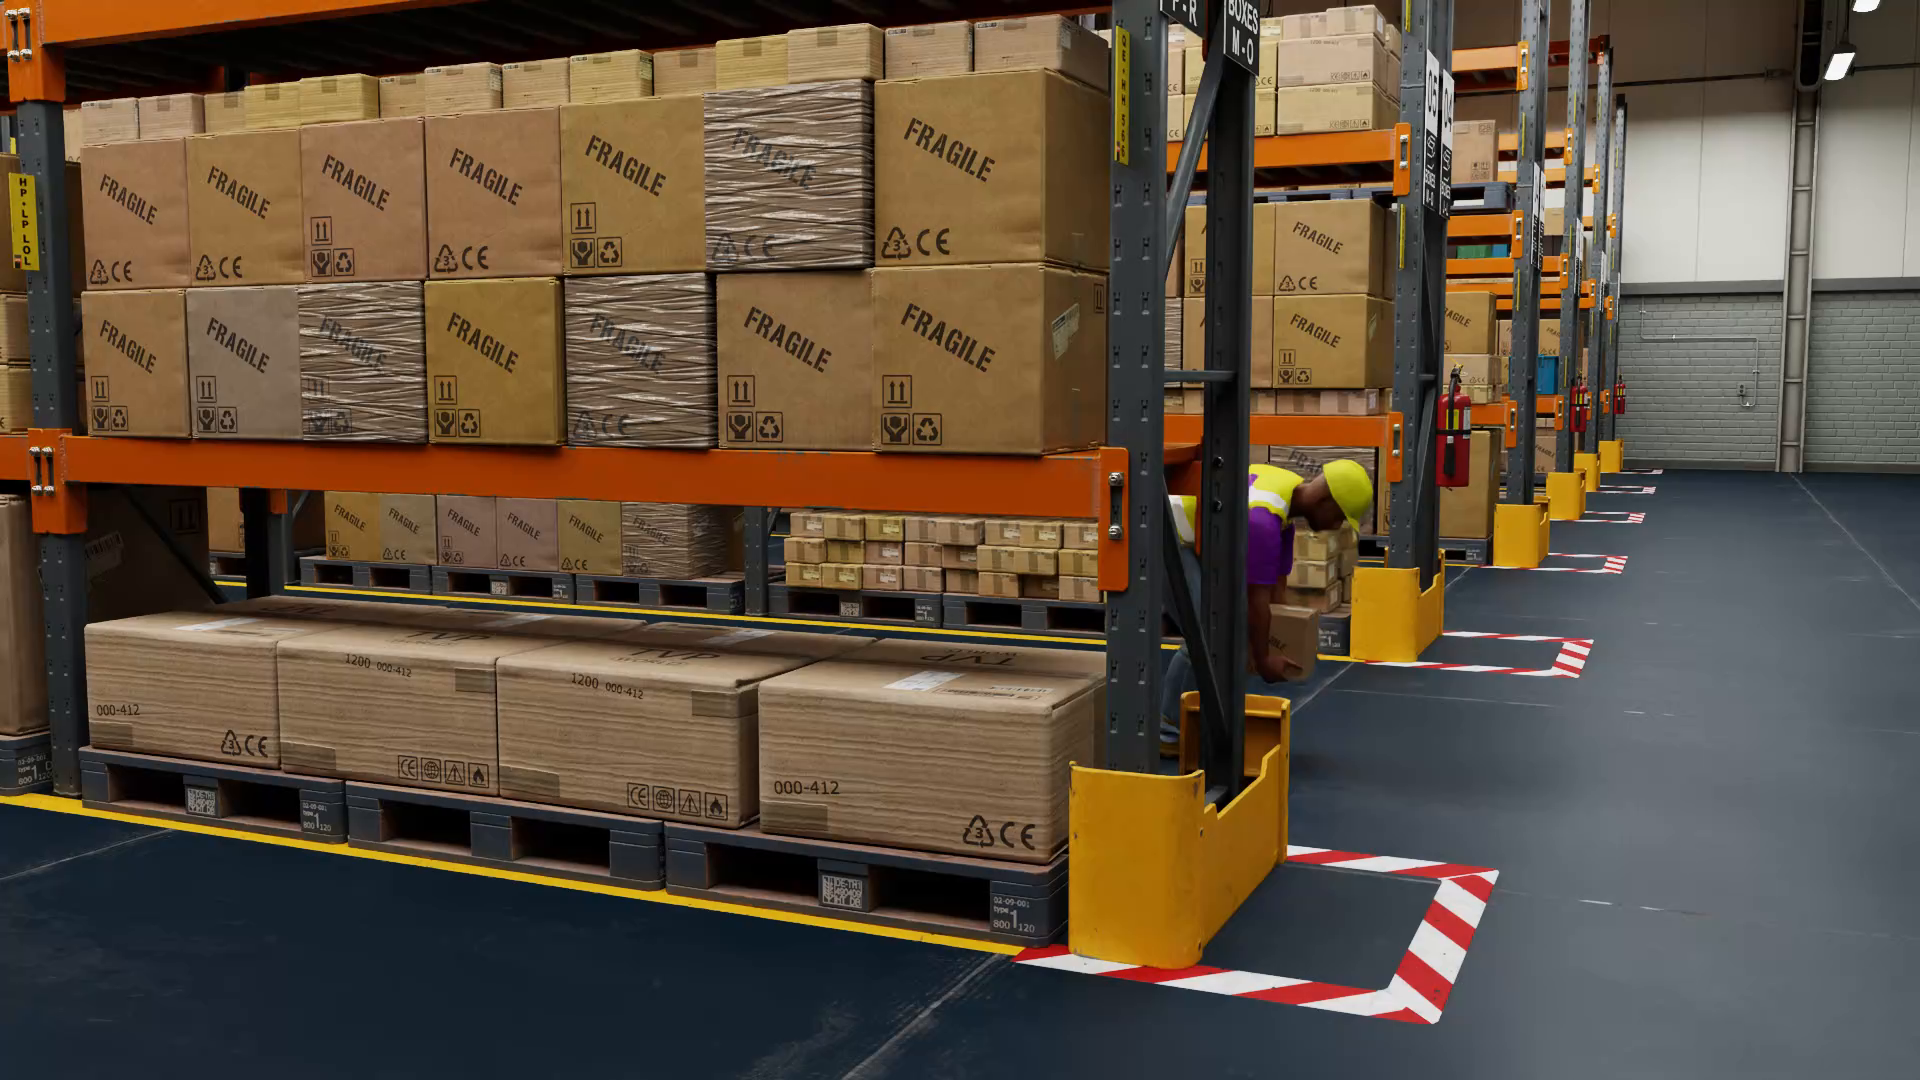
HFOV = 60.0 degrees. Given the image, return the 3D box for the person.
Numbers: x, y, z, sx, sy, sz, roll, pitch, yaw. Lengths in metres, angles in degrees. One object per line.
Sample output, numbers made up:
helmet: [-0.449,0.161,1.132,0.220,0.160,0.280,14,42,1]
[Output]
person: [1.133,0.270,6.597,0.967,1.191,0.474,2,6,22]
